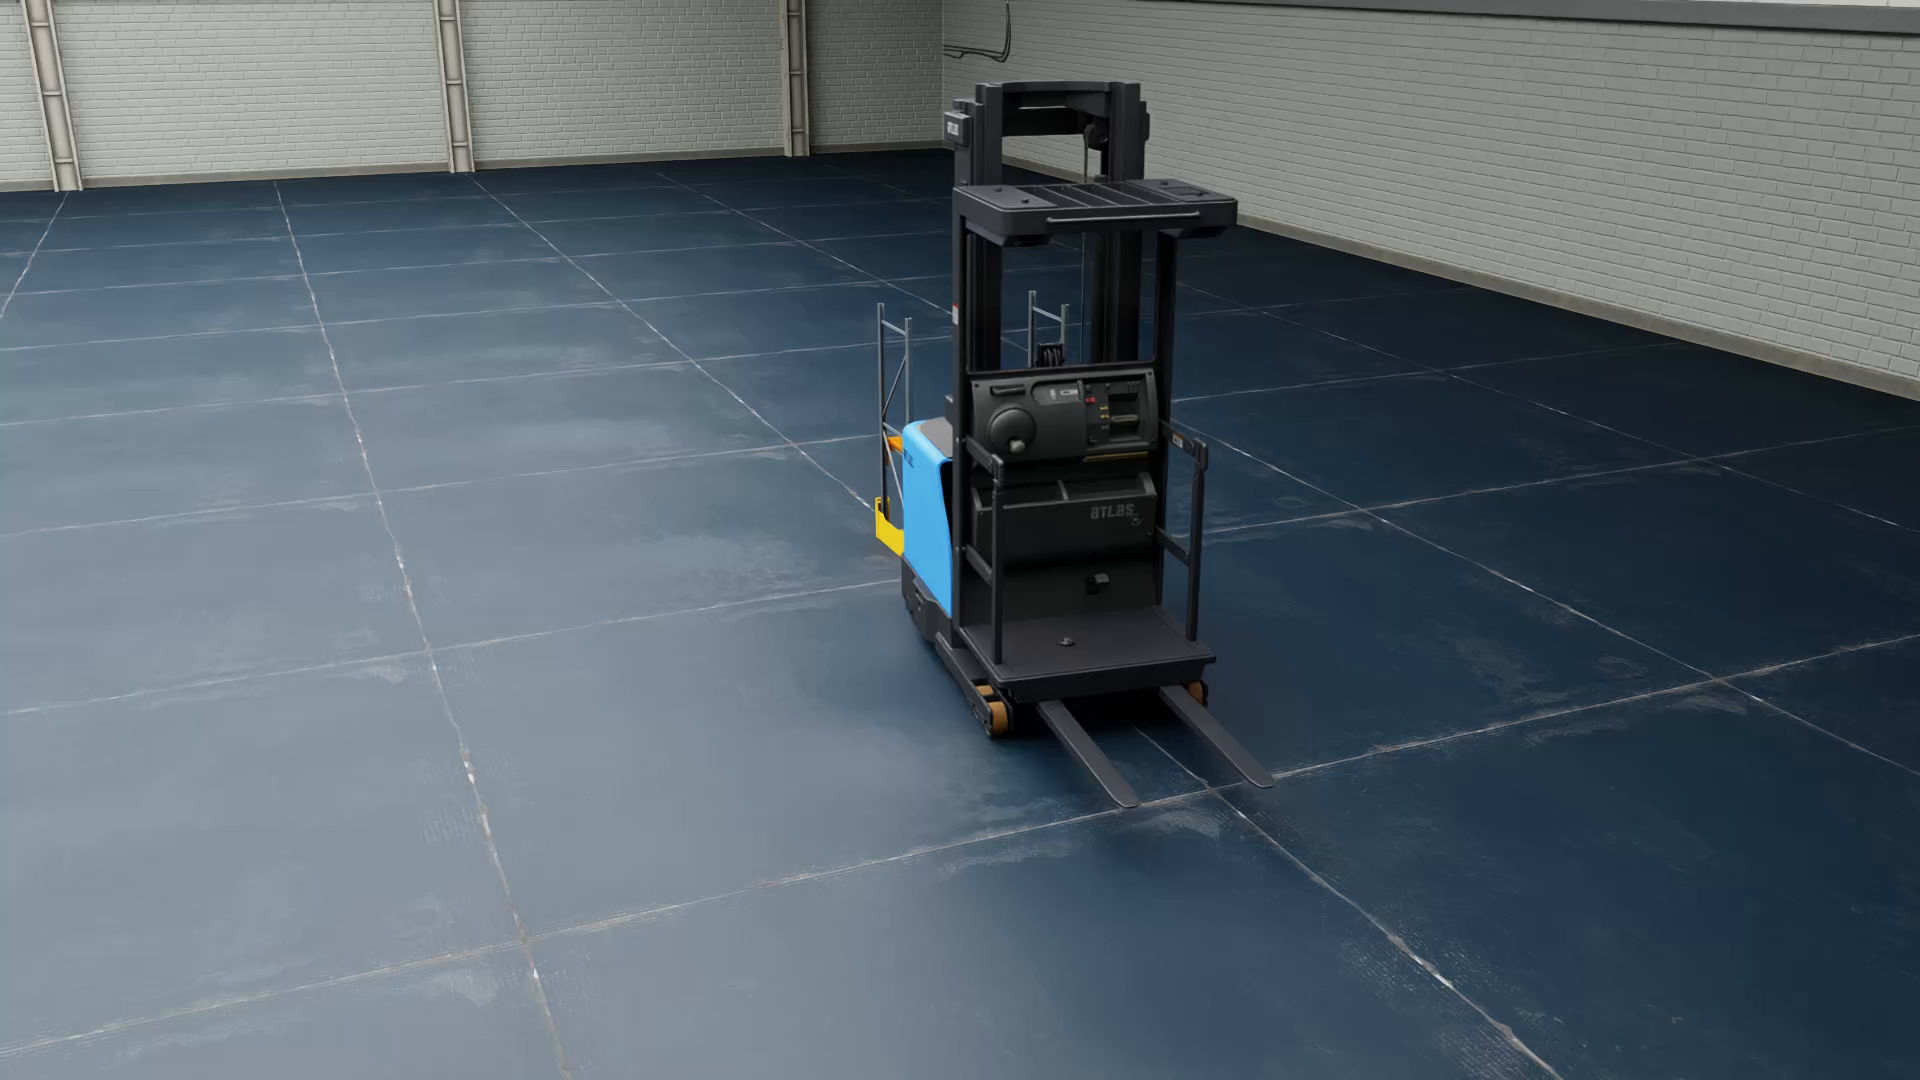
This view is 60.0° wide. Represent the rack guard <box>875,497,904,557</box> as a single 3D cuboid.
[{"bbox_3d":[-0.387,-0.062,10.323,0.087,0.250,0.587,-8,21,-22],"label":"rack guard"}]

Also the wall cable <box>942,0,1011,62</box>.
[{"bbox_3d":[0.220,-9.862,29.656,0.112,2.526,3.097,-8,21,-22],"label":"wall cable"}]

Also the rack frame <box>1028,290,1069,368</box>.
[{"bbox_3d":[0.545,-0.786,10.495,0.032,1.500,0.500,-8,21,-22],"label":"rack frame"}]

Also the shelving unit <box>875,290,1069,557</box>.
[{"bbox_3d":[0.070,-0.717,10.301,1.083,1.500,0.587,-8,21,-22],"label":"shelving unit"}]

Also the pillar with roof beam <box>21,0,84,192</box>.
[{"bbox_3d":[-12.322,-8.451,20.973,0.400,9.000,9.100,-8,21,-22],"label":"pillar with roof beam"}]

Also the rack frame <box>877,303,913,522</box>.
[{"bbox_3d":[-0.388,-0.652,10.115,0.032,1.500,0.500,-8,21,-22],"label":"rack frame"}]

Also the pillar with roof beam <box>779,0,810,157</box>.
[{"bbox_3d":[-1.304,-10.029,25.456,0.400,9.000,9.100,-8,21,-22],"label":"pillar with roof beam"}]

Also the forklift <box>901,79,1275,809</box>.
[{"bbox_3d":[0.570,-0.598,7.806,1.130,2.935,3.031,-6,20,-15],"label":"forklift"}]

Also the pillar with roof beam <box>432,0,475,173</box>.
[{"bbox_3d":[-6.813,-9.240,23.215,0.400,9.000,9.100,-8,21,-22],"label":"pillar with roof beam"}]

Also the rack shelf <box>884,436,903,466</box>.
[{"bbox_3d":[0.078,-0.549,10.365,1.000,0.185,0.538,-8,21,-22],"label":"rack shelf"}]
